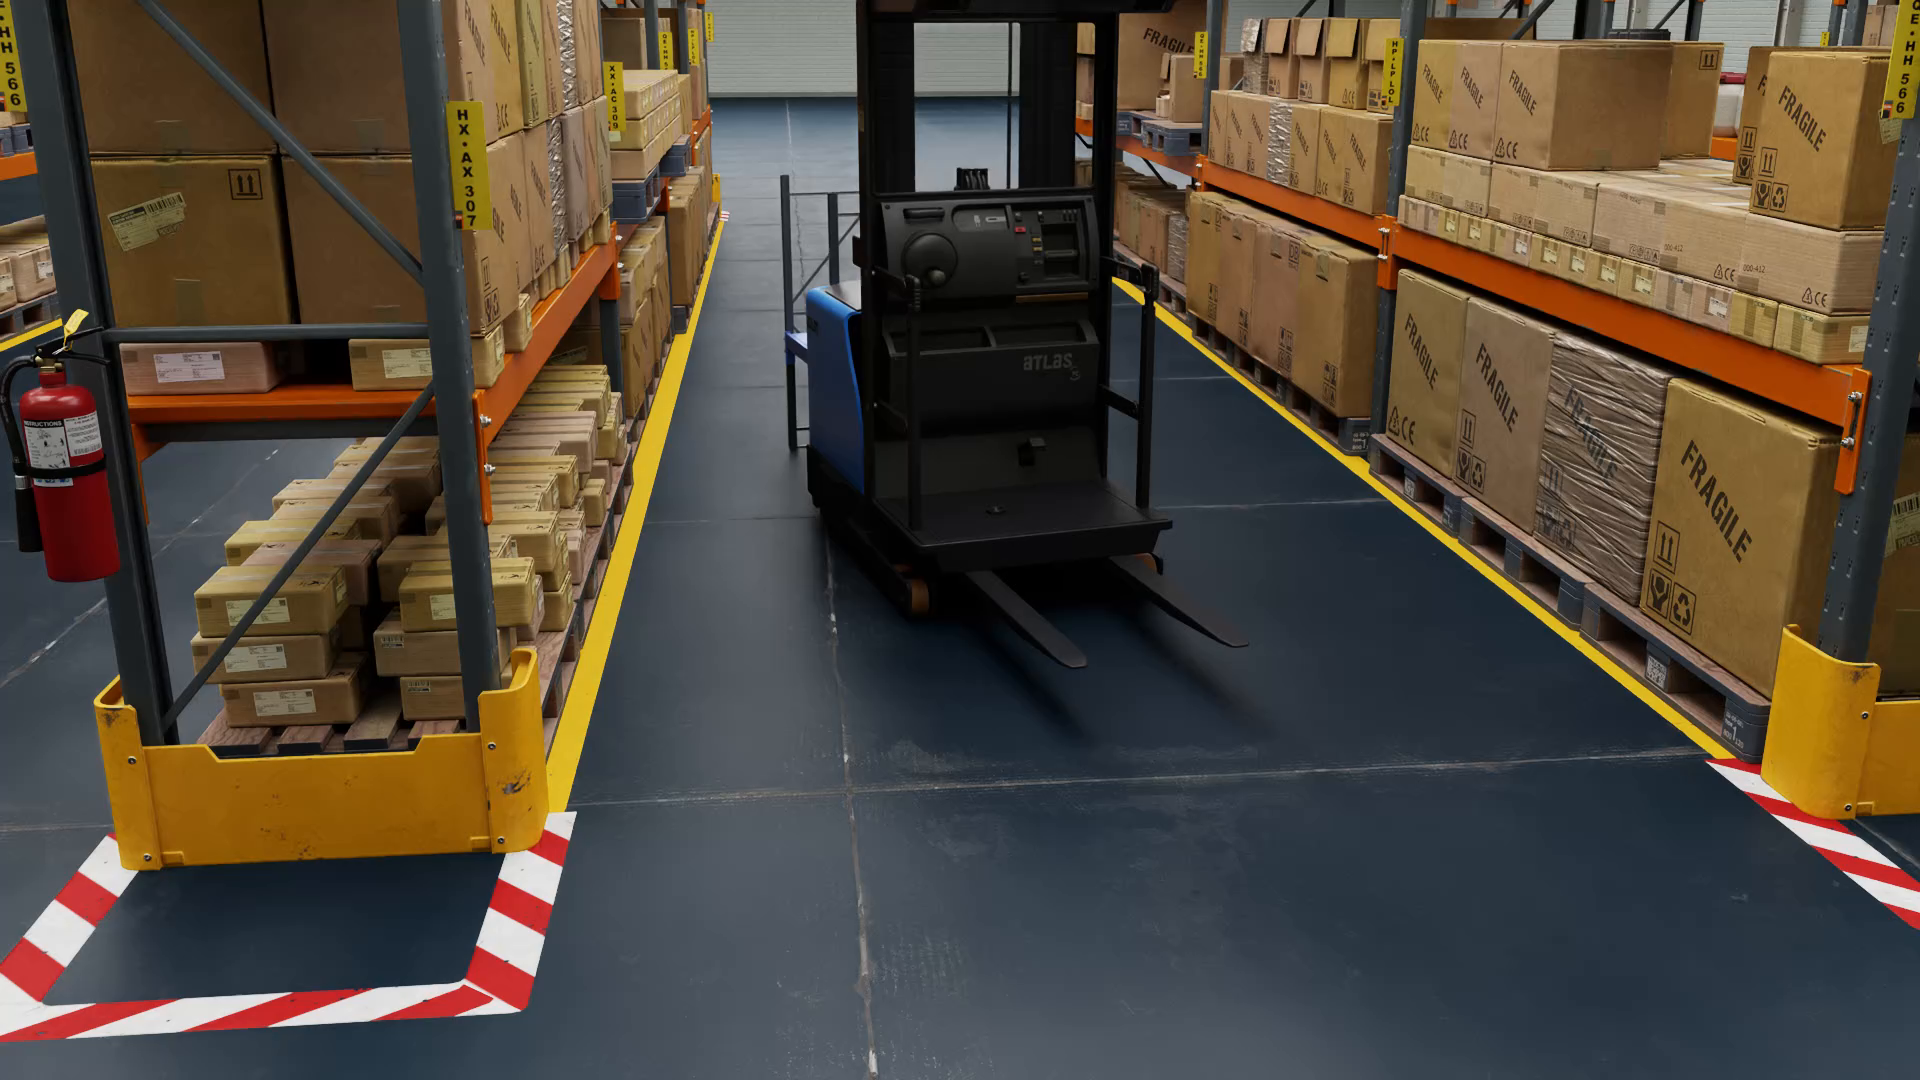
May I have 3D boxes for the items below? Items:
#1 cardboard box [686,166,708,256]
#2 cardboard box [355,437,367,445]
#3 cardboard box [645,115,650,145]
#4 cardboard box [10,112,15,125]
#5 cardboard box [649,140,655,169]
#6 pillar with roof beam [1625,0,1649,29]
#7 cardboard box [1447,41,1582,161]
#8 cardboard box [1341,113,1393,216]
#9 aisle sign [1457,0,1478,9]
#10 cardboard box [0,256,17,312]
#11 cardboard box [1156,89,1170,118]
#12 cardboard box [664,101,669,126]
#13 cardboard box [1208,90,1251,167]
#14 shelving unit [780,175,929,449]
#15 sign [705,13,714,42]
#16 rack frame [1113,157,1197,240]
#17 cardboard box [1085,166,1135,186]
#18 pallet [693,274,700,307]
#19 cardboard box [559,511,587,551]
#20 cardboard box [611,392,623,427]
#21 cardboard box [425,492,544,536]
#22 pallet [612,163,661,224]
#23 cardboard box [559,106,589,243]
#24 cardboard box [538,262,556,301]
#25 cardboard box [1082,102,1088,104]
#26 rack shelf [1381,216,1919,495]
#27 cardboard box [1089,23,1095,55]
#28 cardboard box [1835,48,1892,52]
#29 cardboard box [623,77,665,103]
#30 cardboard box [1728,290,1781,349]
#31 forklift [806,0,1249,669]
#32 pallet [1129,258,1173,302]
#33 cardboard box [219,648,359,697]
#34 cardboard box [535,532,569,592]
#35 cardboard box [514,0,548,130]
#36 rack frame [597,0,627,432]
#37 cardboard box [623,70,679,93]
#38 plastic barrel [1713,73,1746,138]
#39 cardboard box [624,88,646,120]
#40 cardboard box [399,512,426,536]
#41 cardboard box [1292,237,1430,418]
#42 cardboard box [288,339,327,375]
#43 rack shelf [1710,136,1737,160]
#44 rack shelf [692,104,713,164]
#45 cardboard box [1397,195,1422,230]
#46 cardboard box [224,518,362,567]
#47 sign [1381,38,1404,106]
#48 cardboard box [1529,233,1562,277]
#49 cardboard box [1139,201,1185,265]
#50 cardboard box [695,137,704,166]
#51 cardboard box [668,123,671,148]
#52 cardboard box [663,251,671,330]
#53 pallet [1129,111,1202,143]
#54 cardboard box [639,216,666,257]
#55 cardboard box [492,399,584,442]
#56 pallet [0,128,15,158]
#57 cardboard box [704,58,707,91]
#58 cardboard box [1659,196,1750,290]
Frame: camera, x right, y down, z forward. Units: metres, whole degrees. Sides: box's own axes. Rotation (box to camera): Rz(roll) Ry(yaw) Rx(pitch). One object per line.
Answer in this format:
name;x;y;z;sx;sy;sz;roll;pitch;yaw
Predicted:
cardboard box;-2.901;-3.061;15.474;1.050;0.750;0.750;-2;18;-6
cardboard box;-2.360;-0.435;7.118;0.380;0.149;0.250;-1;17;-4
cardboard box;-1.841;-2.164;8.783;0.380;0.149;0.250;-2;18;-7
cardboard box;-7.492;-3.245;12.722;0.380;0.149;0.250;-1;17;-2
cardboard box;-1.868;-2.102;9.082;0.380;0.149;0.250;-2;18;-5
pillar with roof beam;11.052;-13.800;36.611;9.100;9.000;0.400;-2;18;-6
cardboard box;2.553;-1.986;7.498;0.500;0.500;0.500;-2;18;-6
cardboard box;2.395;-2.034;8.982;0.500;0.500;0.500;-2;18;-5
aisle sign;6.105;-6.837;20.106;0.394;0.787;0.004;-2;18;-6
cardboard box;-7.603;-1.857;12.269;0.950;0.372;0.625;-3;18;-9
cardboard box;1.862;-3.672;13.889;0.396;0.266;0.258;-2;18;-7
cardboard box;-2.002;-2.629;10.266;0.380;0.149;0.250;-1;17;-4
cardboard box;2.082;-2.942;11.873;0.500;0.500;0.500;-1;17;-4
shelving unit;-0.557;-1.111;8.713;0.538;1.500;1.048;-6;18;-18
sign;-2.926;-5.986;19.407;0.100;0.325;0.005;-2;18;-6
rack frame;1.890;-4.239;16.172;1.000;3.000;0.127;-2;18;-6
cardboard box;1.666;-3.888;18.526;0.500;0.500;0.500;0;17;0
pallet;-2.771;-2.194;14.312;1.003;0.211;1.213;-2;18;-6
cardboard box;-1.725;-0.007;6.752;0.380;0.149;0.250;-2;18;-6
cardboard box;-1.880;-0.631;8.240;0.380;0.149;0.250;-1;17;-5
cardboard box;-1.687;-0.060;5.926;0.380;0.149;0.250;-3;18;-8
pallet;-2.163;-1.873;8.956;1.003;0.211;1.213;-2;18;-6
cardboard box;-1.796;-1.484;6.732;0.500;0.500;0.500;-2;18;-6
cardboard box;-1.735;-0.991;6.245;0.380;0.149;0.250;-1;17;-4
cardboard box;1.496;-4.548;17.576;0.380;0.149;0.250;-2;18;-6
rack shelf;2.921;-0.917;6.790;1.077;0.370;4.000;-2;18;-6
cardboard box;1.570;-5.031;16.363;0.500;0.500;0.500;-2;18;-6
cardboard box;3.295;-1.392;5.606;0.500;0.500;0.500;-2;18;-7
cardboard box;-1.978;-2.694;9.975;0.380;0.149;0.250;-1;17;-4
cardboard box;2.735;-0.717;5.374;0.380;0.149;0.250;-2;18;-5
forklift;0.203;-1.220;6.668;1.130;2.935;3.031;-6;18;-18
pallet;2.101;-2.313;14.691;1.003;0.211;1.213;-2;18;-6
cardboard box;-2.205;0.395;5.469;0.380;0.149;0.250;-1;17;-4
cardboard box;-1.619;0.080;5.977;0.380;0.149;0.250;-1;17;-4
cardboard box;-1.688;-1.655;5.609;0.500;0.500;0.500;-2;18;-7
rack frame;-2.229;-1.733;8.188;1.000;3.000;0.127;-2;18;-6
cardboard box;-2.135;-3.157;11.450;0.380;0.149;0.250;-2;18;-8
plastic barrel;6.817;-3.818;14.603;0.433;0.535;0.433;0;17;0
cardboard box;-1.812;-2.229;8.493;0.380;0.149;0.250;-1;17;-3
cardboard box;-2.284;-0.057;6.413;0.380;0.149;0.250;-1;17;-3
cardboard box;2.629;-1.232;9.441;1.225;0.875;0.875;-2;18;-5
cardboard box;-2.119;-0.585;4.951;0.380;0.149;0.250;-2;18;-6
rack shelf;7.023;-3.453;14.869;1.077;0.370;4.000;-2;18;-6
rack shelf;-3.260;-4.369;17.786;1.077;0.370;4.000;-2;18;-6
cardboard box;2.415;-1.637;8.304;0.380;0.149;0.250;-2;18;-6
cardboard box;-2.245;0.035;5.622;0.380;0.149;0.250;-2;18;-7
sign;2.176;-2.351;8.356;0.100;0.325;0.005;-2;18;-6
cardboard box;2.577;-1.173;6.825;0.380;0.149;0.250;-2;18;-7
cardboard box;2.020;-2.764;14.910;0.700;0.500;0.500;-3;18;-10
cardboard box;-3.146;-3.761;17.494;0.875;0.875;0.875;-2;18;-5
cardboard box;-2.031;-2.567;10.564;0.380;0.149;0.250;-3;18;-8
cardboard box;-2.314;-1.744;11.697;0.500;0.500;0.500;-2;18;-6
pallet;2.057;-3.544;14.279;1.003;0.211;1.213;-2;18;-6
cardboard box;-2.310;-2.094;11.560;0.500;0.250;0.500;-2;18;-7
cardboard box;-1.886;-0.530;7.423;0.380;0.149;0.250;-1;17;-4
pallet;-7.734;-2.859;12.096;1.213;0.211;1.003;-2;18;-6
cardboard box;-3.383;-5.270;19.206;0.875;0.550;0.550;-2;18;-6
cardboard box;2.762;-1.022;5.677;0.500;0.250;0.500;-2;18;-7
